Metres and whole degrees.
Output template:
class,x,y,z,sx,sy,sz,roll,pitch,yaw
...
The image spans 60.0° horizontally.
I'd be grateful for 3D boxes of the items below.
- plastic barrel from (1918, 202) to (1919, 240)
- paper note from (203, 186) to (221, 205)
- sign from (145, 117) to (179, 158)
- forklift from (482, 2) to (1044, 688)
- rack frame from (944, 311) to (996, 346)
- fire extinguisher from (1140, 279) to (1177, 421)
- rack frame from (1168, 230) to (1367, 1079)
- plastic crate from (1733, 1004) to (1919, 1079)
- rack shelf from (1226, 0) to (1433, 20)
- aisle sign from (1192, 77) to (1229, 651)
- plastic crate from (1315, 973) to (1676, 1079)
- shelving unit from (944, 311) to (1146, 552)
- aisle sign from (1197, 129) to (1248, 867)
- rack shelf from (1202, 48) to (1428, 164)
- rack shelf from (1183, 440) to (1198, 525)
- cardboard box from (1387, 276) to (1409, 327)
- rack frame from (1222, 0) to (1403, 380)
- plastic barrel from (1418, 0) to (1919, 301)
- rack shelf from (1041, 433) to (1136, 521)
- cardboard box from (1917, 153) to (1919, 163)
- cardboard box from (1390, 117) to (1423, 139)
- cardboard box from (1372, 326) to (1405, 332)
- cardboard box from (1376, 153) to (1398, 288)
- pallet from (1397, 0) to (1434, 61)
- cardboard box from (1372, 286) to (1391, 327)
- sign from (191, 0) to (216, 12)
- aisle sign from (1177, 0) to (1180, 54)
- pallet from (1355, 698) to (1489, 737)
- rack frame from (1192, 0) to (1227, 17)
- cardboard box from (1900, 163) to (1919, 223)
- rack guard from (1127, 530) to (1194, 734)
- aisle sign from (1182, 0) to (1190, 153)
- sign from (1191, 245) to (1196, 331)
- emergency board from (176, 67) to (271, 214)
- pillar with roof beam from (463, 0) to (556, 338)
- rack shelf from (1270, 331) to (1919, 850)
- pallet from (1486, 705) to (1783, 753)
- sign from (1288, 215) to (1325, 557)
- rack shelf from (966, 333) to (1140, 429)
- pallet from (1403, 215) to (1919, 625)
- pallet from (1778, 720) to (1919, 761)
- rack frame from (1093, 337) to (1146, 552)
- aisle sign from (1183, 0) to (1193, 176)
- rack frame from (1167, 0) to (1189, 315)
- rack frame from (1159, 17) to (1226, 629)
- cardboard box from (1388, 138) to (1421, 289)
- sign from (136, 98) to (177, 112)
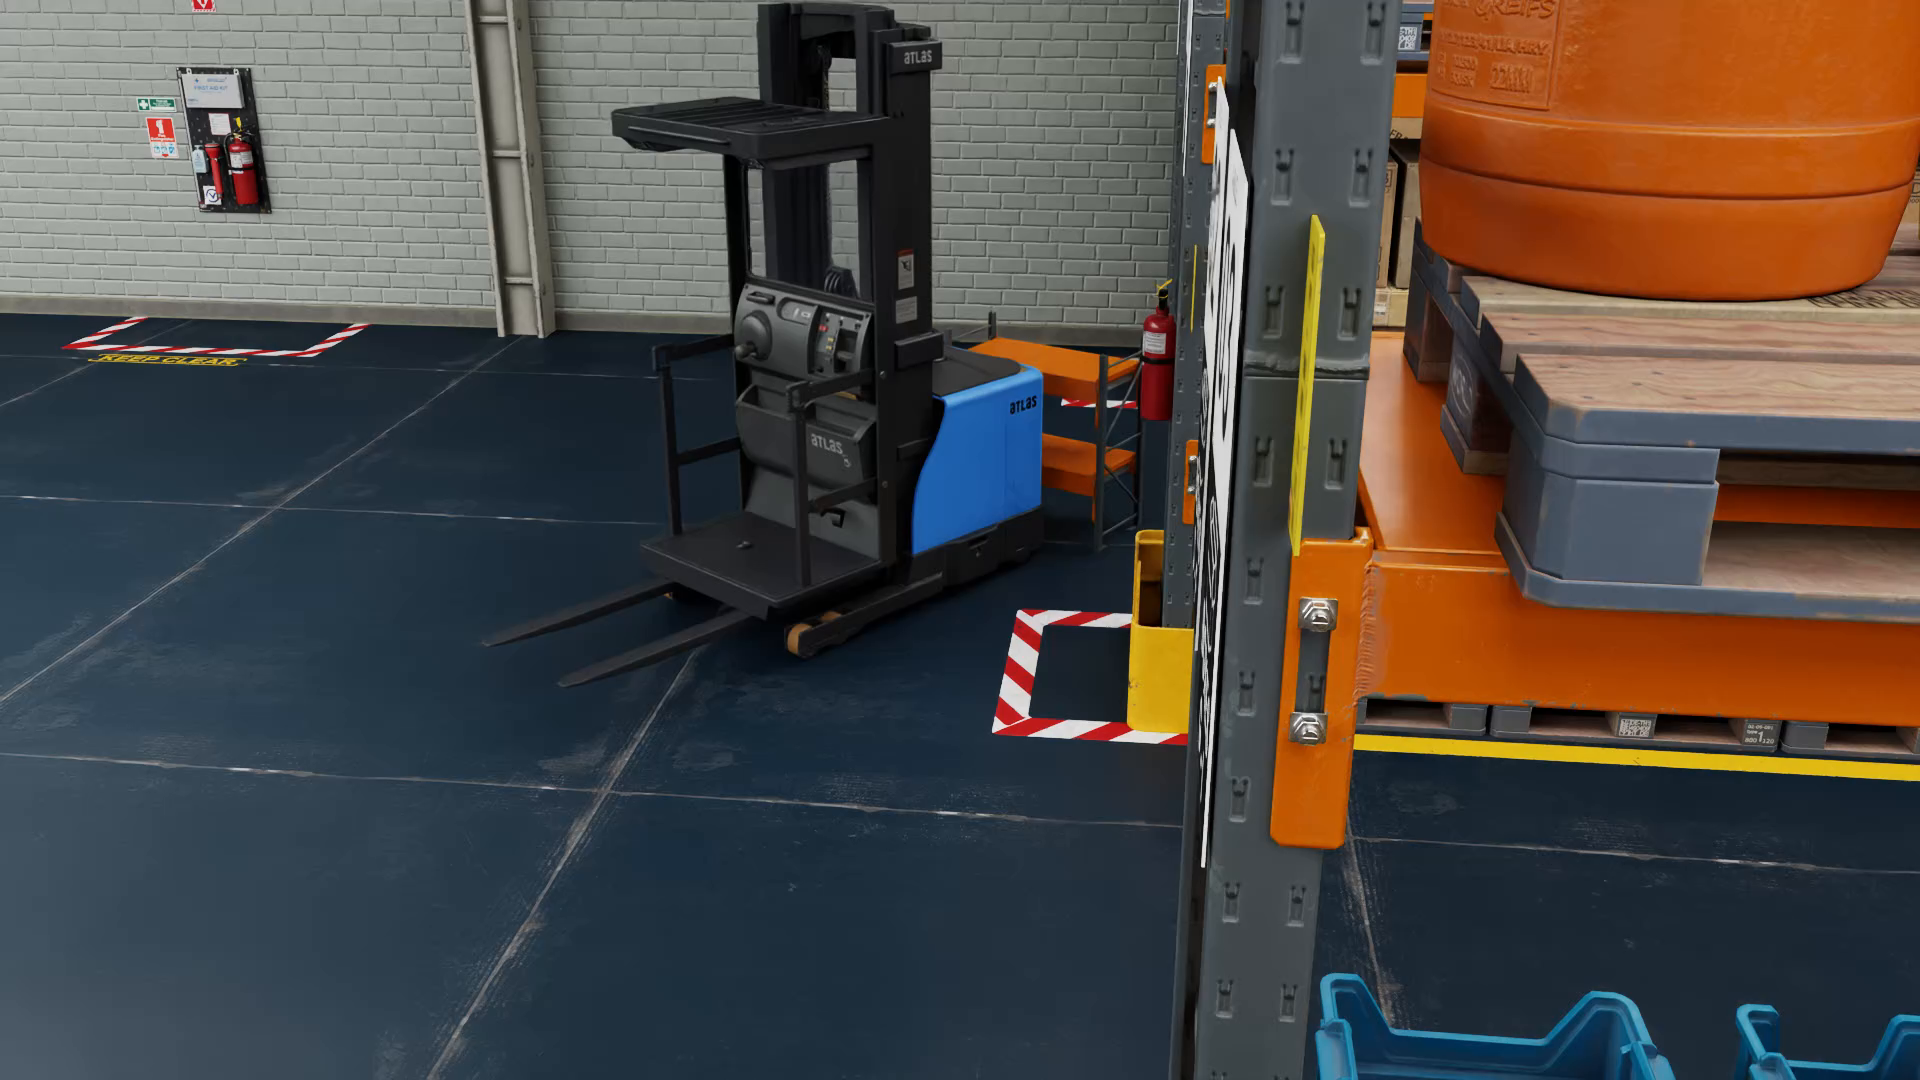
class,x,y,z,sx,sy,sz,roll,pitch,yaw
plastic barrel,1.559,-0.627,2.040,0.600,0.588,0.600,0,22,0
paper note,-6.201,-2.859,13.790,0.142,0.148,0.016,2,22,6
sign,-6.570,-3.314,13.694,0.234,0.329,0.001,2,22,6
forklift,-0.918,-1.006,7.997,1.130,2.935,3.031,19,29,40
rack frame,0.061,-0.746,9.797,0.032,1.125,0.500,14,26,32
fire extinguisher,0.936,-0.900,7.741,0.183,0.674,0.296,2,22,6
rack frame,0.412,1.047,2.711,0.127,3.000,1.000,2,22,6
plastic crate,1.588,1.059,2.883,0.408,0.251,0.499,2,22,6
rack shelf,3.564,-3.544,11.222,4.000,0.370,1.077,2,22,6
aisle sign,0.375,-0.273,2.515,0.004,0.787,0.394,2,22,6
plastic crate,0.944,1.029,2.960,0.616,0.251,0.499,2,22,6
shelving unit,0.480,-0.640,9.529,1.048,1.125,0.538,14,26,32
aisle sign,0.306,-0.058,1.970,0.004,0.787,0.394,2,22,6
rack shelf,2.984,-1.735,6.647,4.000,0.370,1.077,2,22,6
rack shelf,2.984,-0.340,7.198,4.000,0.370,1.077,2,22,6
cardboard box,1.873,-0.992,6.850,0.250,0.149,0.380,3,22,7
rack frame,0.412,-1.743,1.608,0.127,3.000,1.000,2,22,6
plastic barrel,0.909,-0.768,2.067,0.708,0.830,0.600,2,22,6
rack shelf,0.480,-0.413,9.619,1.000,0.278,0.538,14,26,32
cardboard box,4.027,-1.276,6.687,0.500,0.500,0.700,2,22,6
cardboard box,3.018,-2.678,11.290,0.500,0.500,0.500,2,22,5
cardboard box,1.982,-0.762,7.150,0.500,0.500,0.700,3,22,8
cardboard box,1.513,-1.384,6.959,0.500,0.500,0.700,3,22,6
pallet,1.697,-2.075,6.648,1.213,0.211,1.003,2,22,6
cardboard box,1.625,-1.003,6.879,0.250,0.149,0.380,2,22,5
sign,-6.030,-4.350,13.211,0.199,0.298,0.001,2,22,6
aisle sign,1.471,-3.672,11.113,0.004,0.787,0.394,2,22,6
pallet,1.763,0.554,7.752,1.213,0.211,1.003,2,22,6
rack frame,0.998,-3.551,6.182,0.127,3.000,1.000,2,22,6
cardboard box,3.530,-1.298,6.742,0.500,0.500,0.700,2,22,6
rack guard,0.974,0.400,7.747,0.348,0.500,1.175,2,22,6
aisle sign,0.968,-2.080,7.085,0.004,0.787,0.394,2,22,6
sign,0.927,-0.998,6.599,0.005,0.325,0.100,2,22,6
emergency board,-6.033,-3.236,13.544,0.643,1.169,0.194,2,22,6
pillar with roof beam,-4.090,-4.333,8.160,0.400,9.000,9.100,2,22,6
rack shelf,2.398,0.073,2.073,4.000,0.370,1.077,2,22,6
pallet,2.971,0.607,7.617,1.213,0.211,1.003,2,22,6
sign,0.343,-0.151,1.650,0.005,0.325,0.100,2,22,6
rack shelf,0.480,-0.912,9.421,1.000,0.278,0.538,14,26,32
pallet,1.222,-0.188,2.013,1.213,0.211,1.003,2,22,6
pallet,4.186,0.659,7.485,1.213,0.211,1.003,2,22,6
rack frame,0.898,-0.534,9.261,0.032,1.125,0.500,14,26,32
aisle sign,0.897,-1.861,6.531,0.004,0.787,0.394,2,22,6
rack frame,1.578,-2.570,11.860,0.127,3.000,1.000,2,22,6
rack frame,0.998,-0.761,7.285,0.127,3.000,1.000,2,22,6
cardboard box,2.036,-1.363,6.907,0.500,0.500,0.700,2,22,5
sign,-6.567,-3.557,13.588,0.331,0.109,0.001,2,22,6
